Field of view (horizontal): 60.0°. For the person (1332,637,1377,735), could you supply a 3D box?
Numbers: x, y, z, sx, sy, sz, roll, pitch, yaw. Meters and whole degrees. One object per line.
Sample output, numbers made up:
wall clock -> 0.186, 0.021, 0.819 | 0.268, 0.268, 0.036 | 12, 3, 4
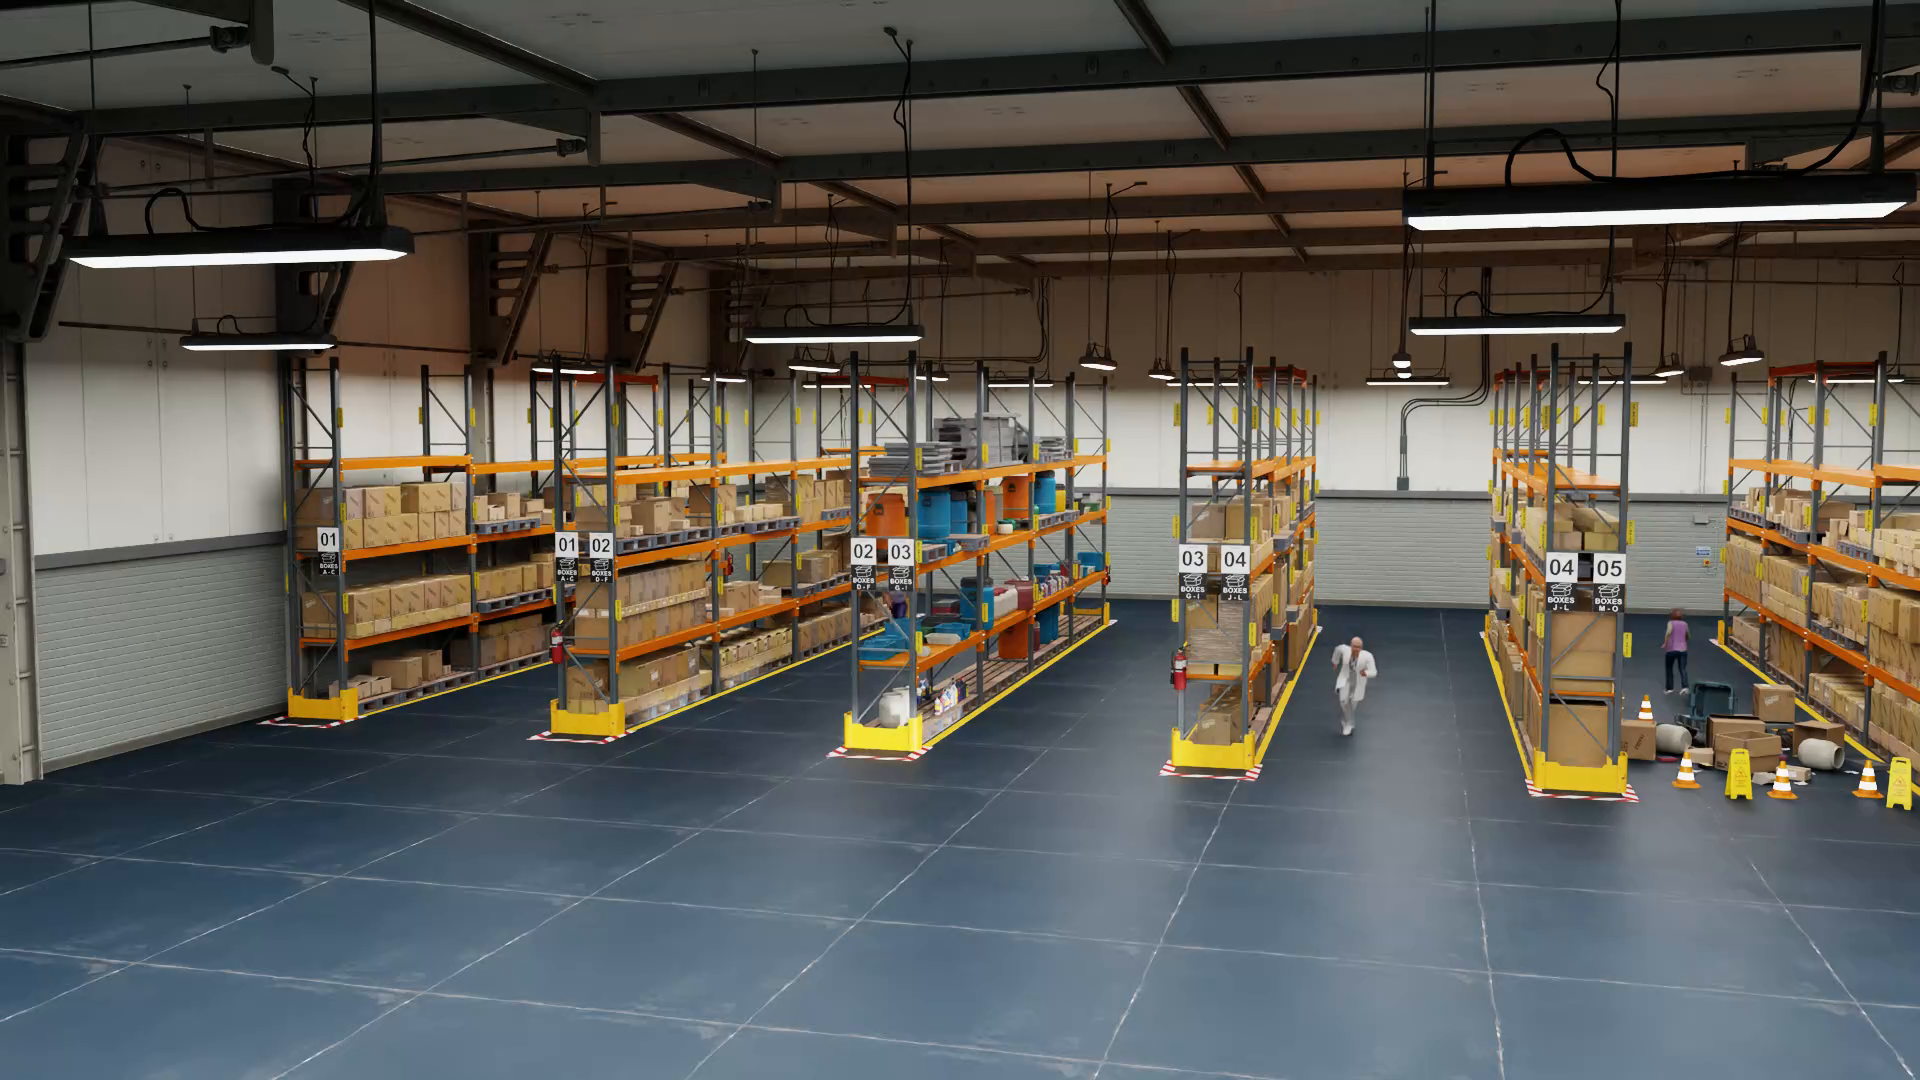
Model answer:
person -> 6.210, 2.267, 26.210 | 0.663, 1.555, 1.213 | 1, 4, 10

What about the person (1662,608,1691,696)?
person -> 12.827, 2.018, 29.722 | 0.545, 1.571, 0.925 | 0, 4, 5

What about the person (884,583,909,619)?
person -> -1.377, 1.519, 37.165 | 0.628, 1.600, 0.955 | 0, 4, 3
